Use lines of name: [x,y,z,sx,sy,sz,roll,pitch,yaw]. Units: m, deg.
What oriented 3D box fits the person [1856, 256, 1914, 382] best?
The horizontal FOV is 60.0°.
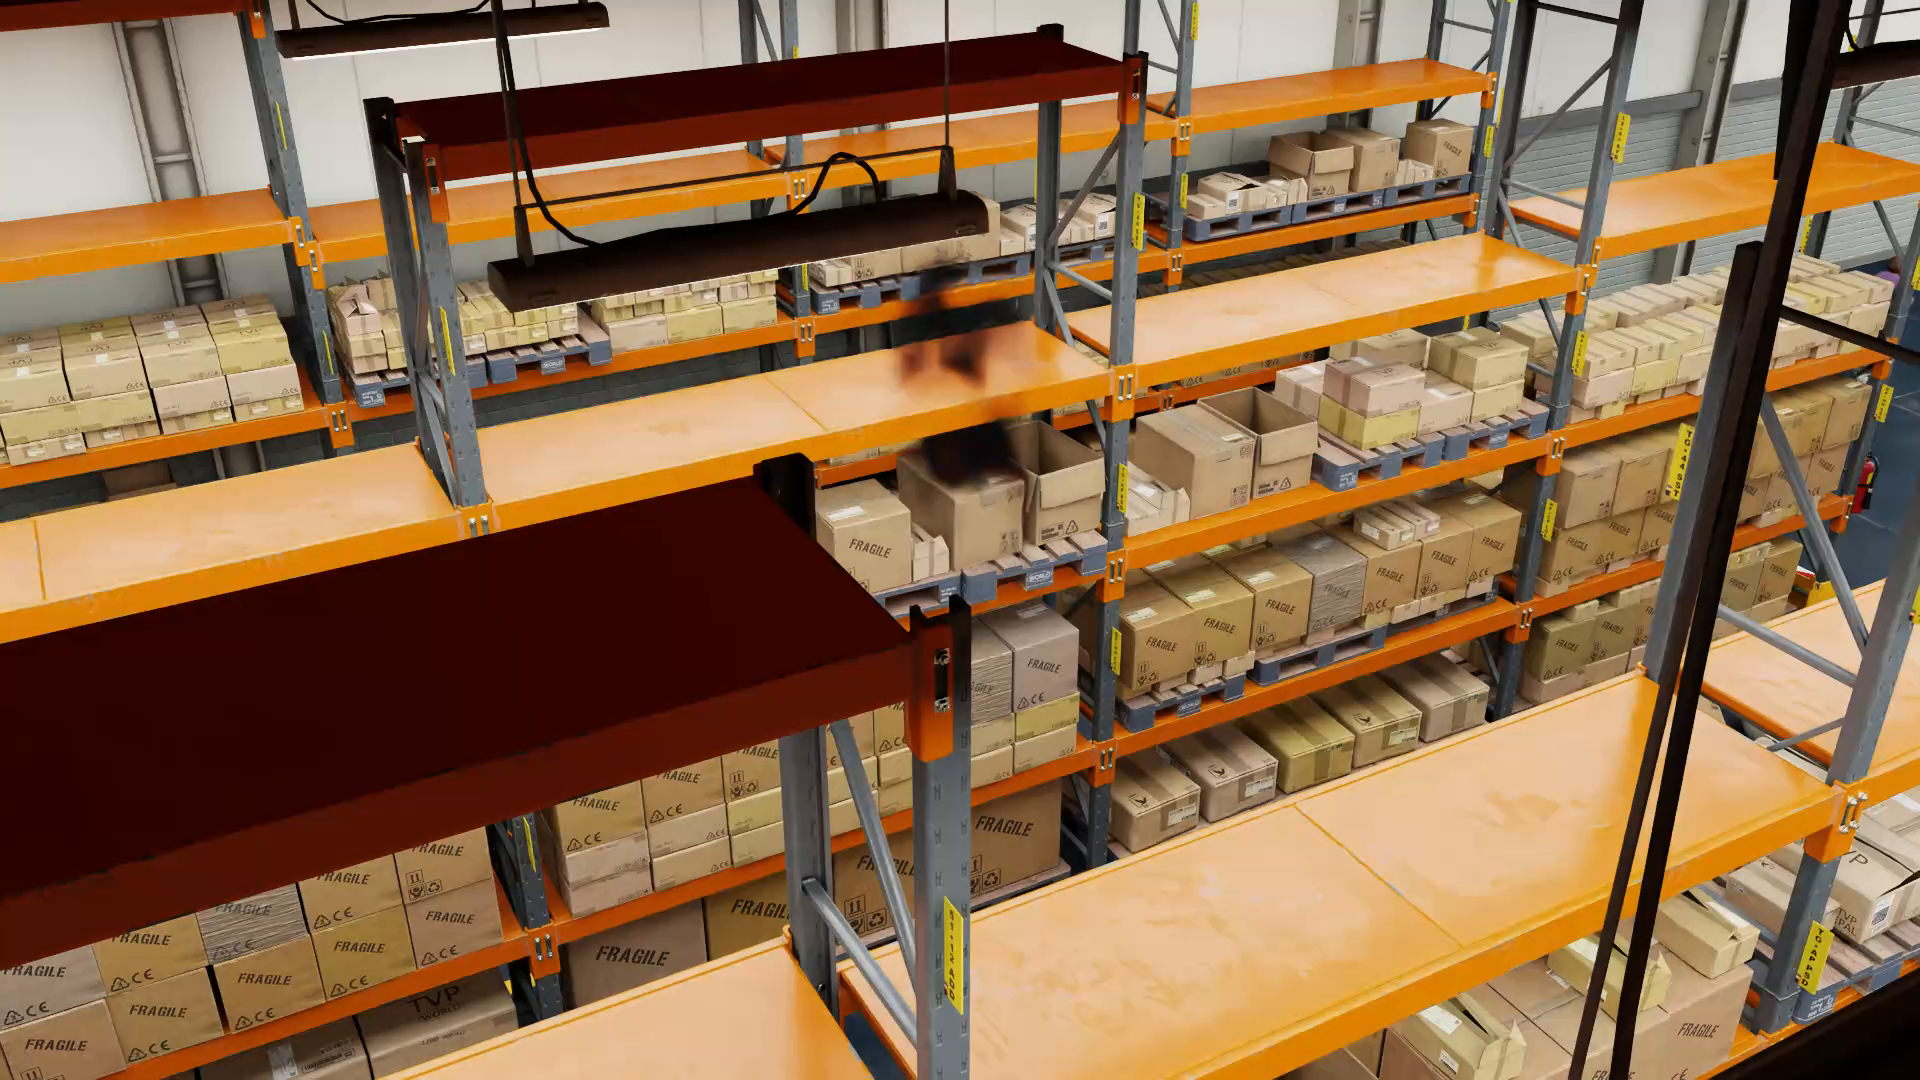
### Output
person: [11.266,-2.705,20.335,0.565,1.597,0.859,24,36,38]
